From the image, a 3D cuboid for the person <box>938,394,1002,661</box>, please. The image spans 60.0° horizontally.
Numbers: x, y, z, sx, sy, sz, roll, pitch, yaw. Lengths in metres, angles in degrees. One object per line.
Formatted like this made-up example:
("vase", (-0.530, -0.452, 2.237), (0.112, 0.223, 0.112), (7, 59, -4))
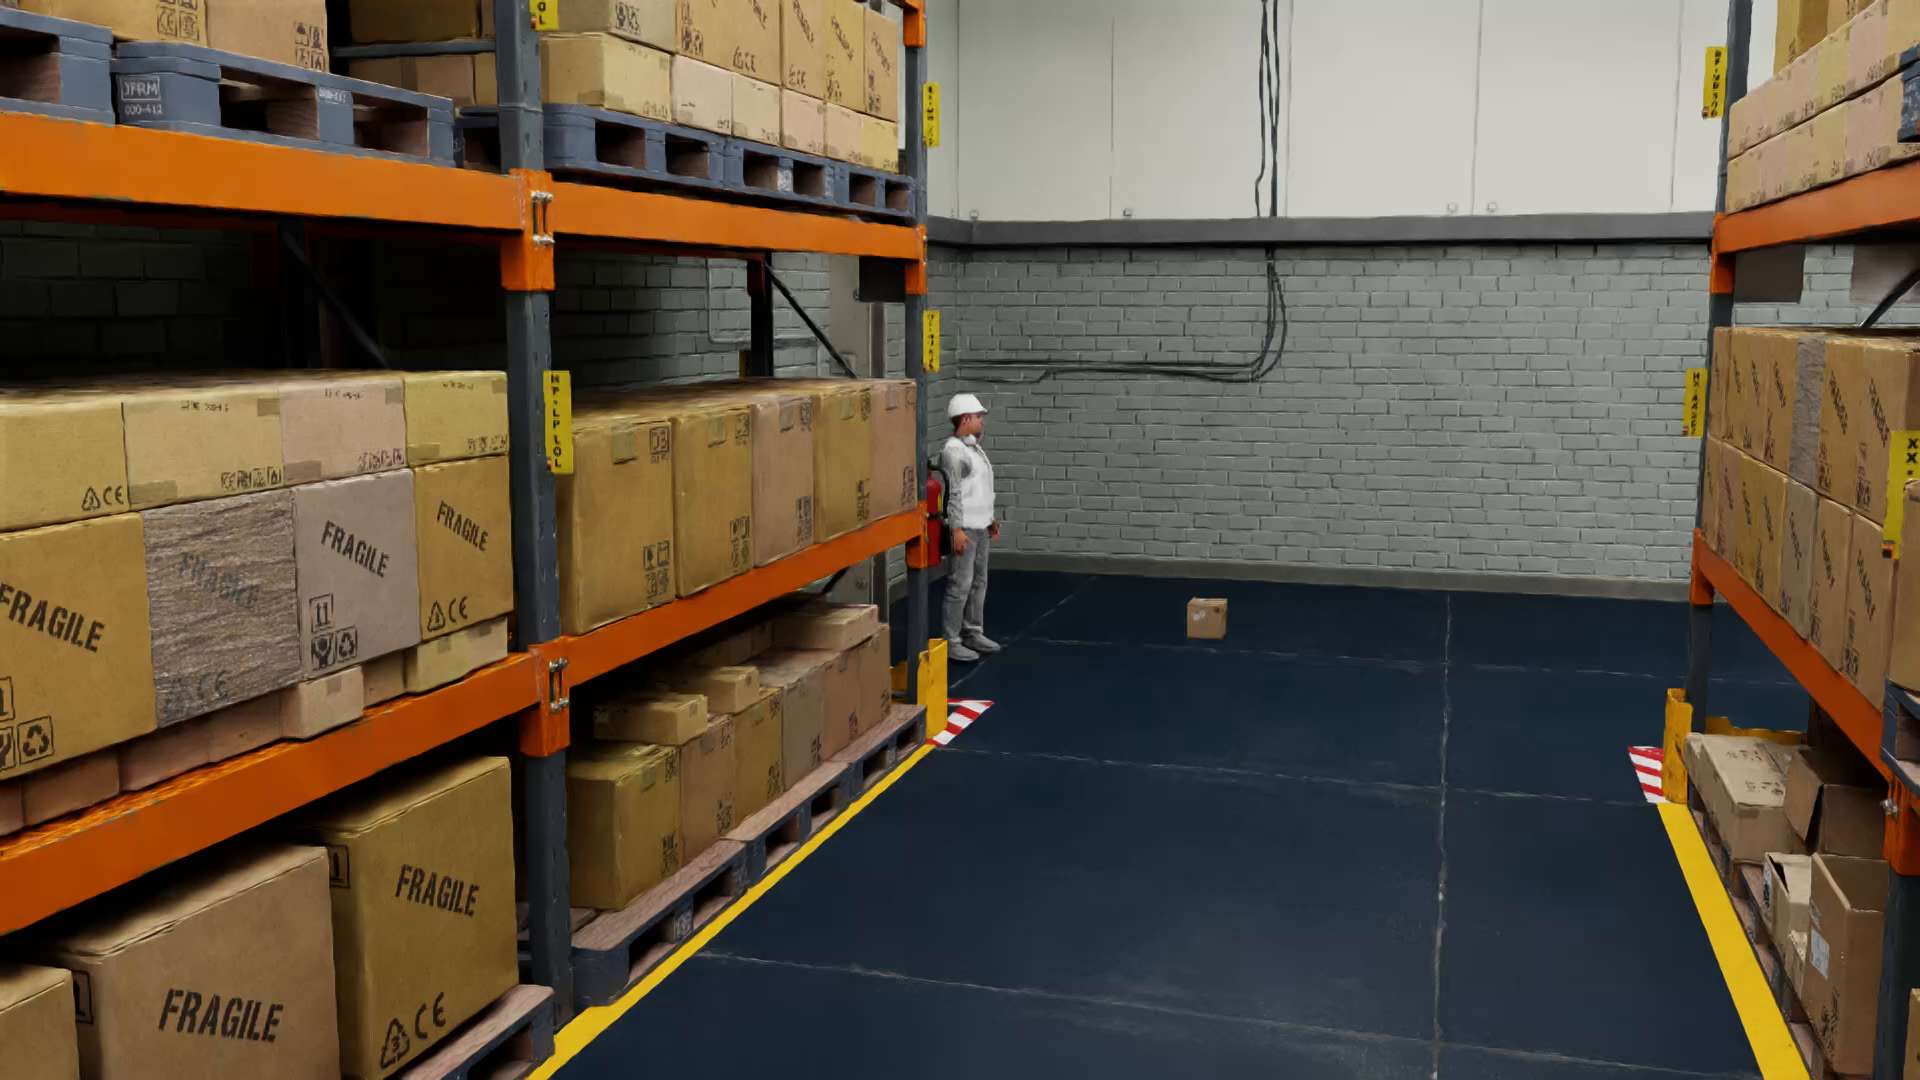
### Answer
("person", (0.058, -0.100, 11.270), (0.395, 1.779, 0.567), (2, 9, 17))
